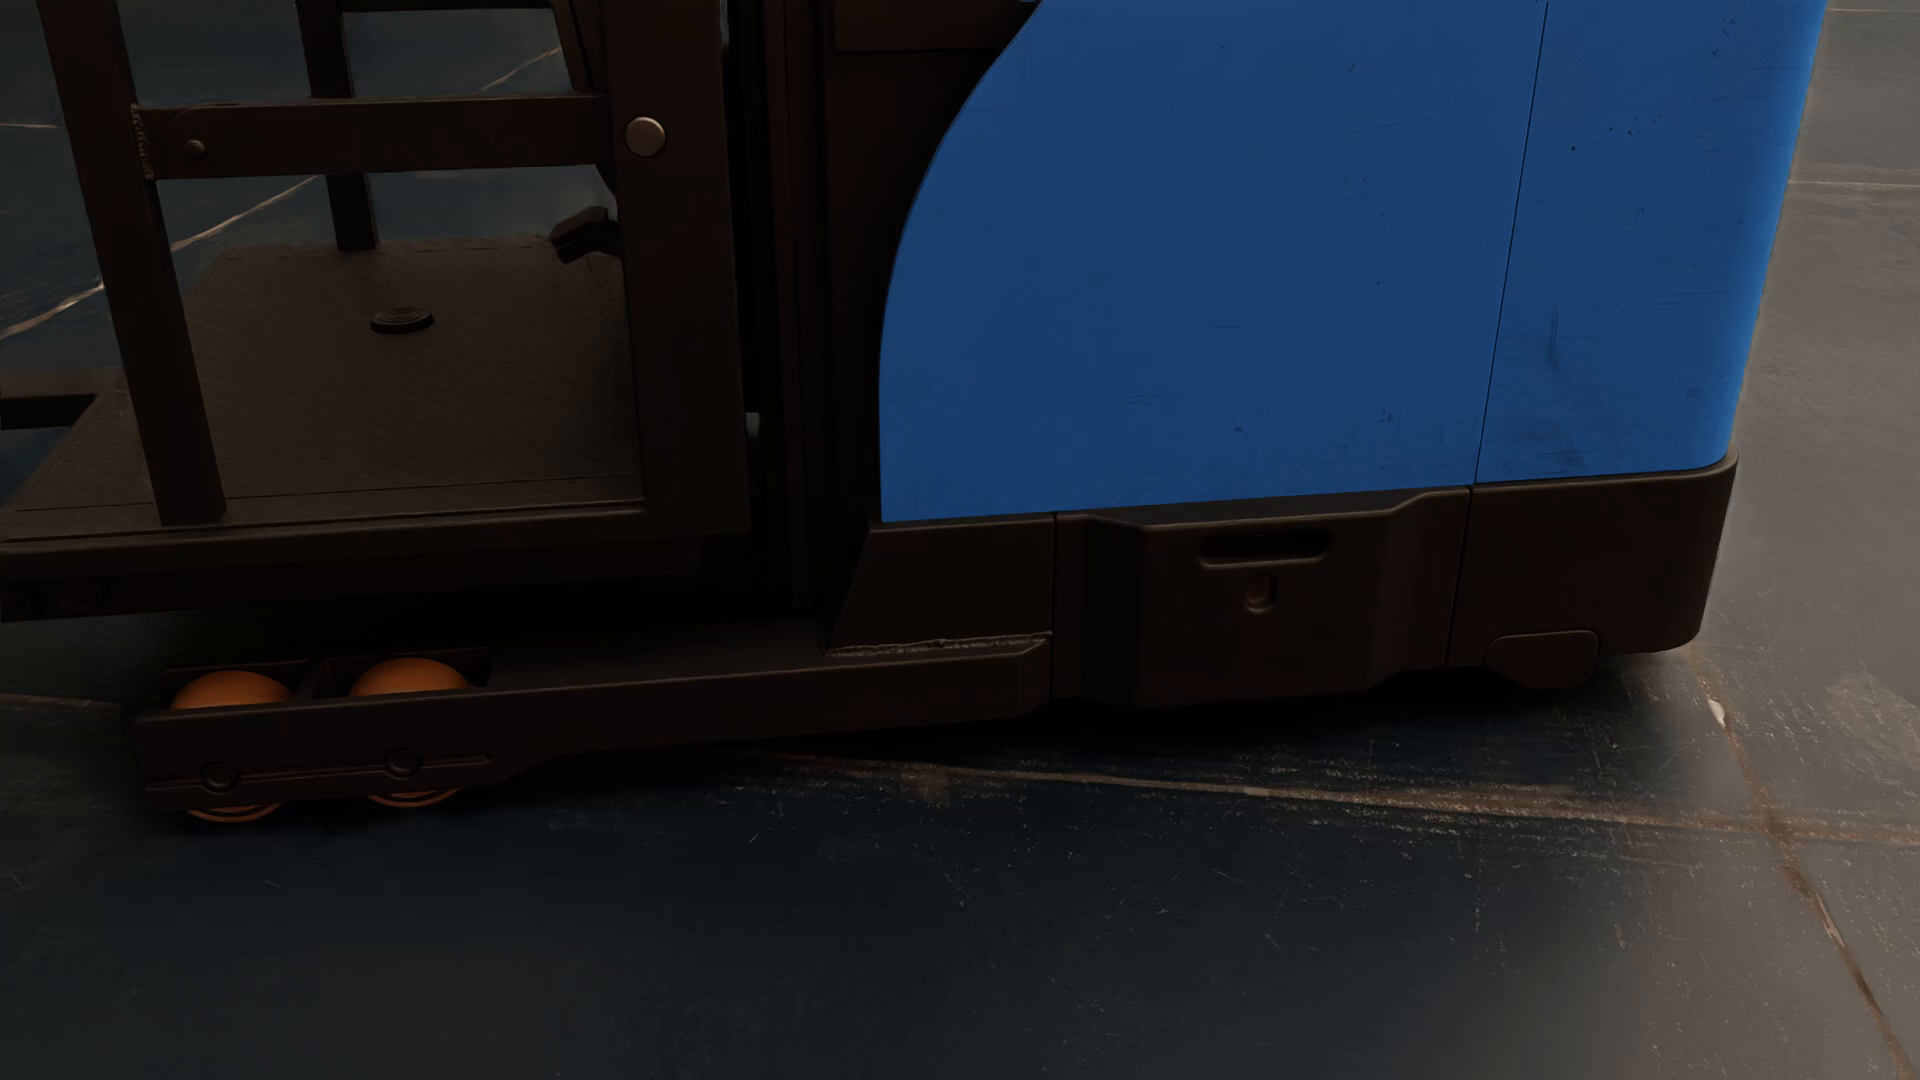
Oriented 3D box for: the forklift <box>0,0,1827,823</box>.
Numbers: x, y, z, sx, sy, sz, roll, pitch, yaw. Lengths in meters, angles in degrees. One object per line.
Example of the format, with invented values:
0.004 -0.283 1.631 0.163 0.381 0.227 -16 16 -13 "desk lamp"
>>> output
-0.610 -1.248 1.718 3.031 2.935 1.130 -4 27 -8 "forklift"
